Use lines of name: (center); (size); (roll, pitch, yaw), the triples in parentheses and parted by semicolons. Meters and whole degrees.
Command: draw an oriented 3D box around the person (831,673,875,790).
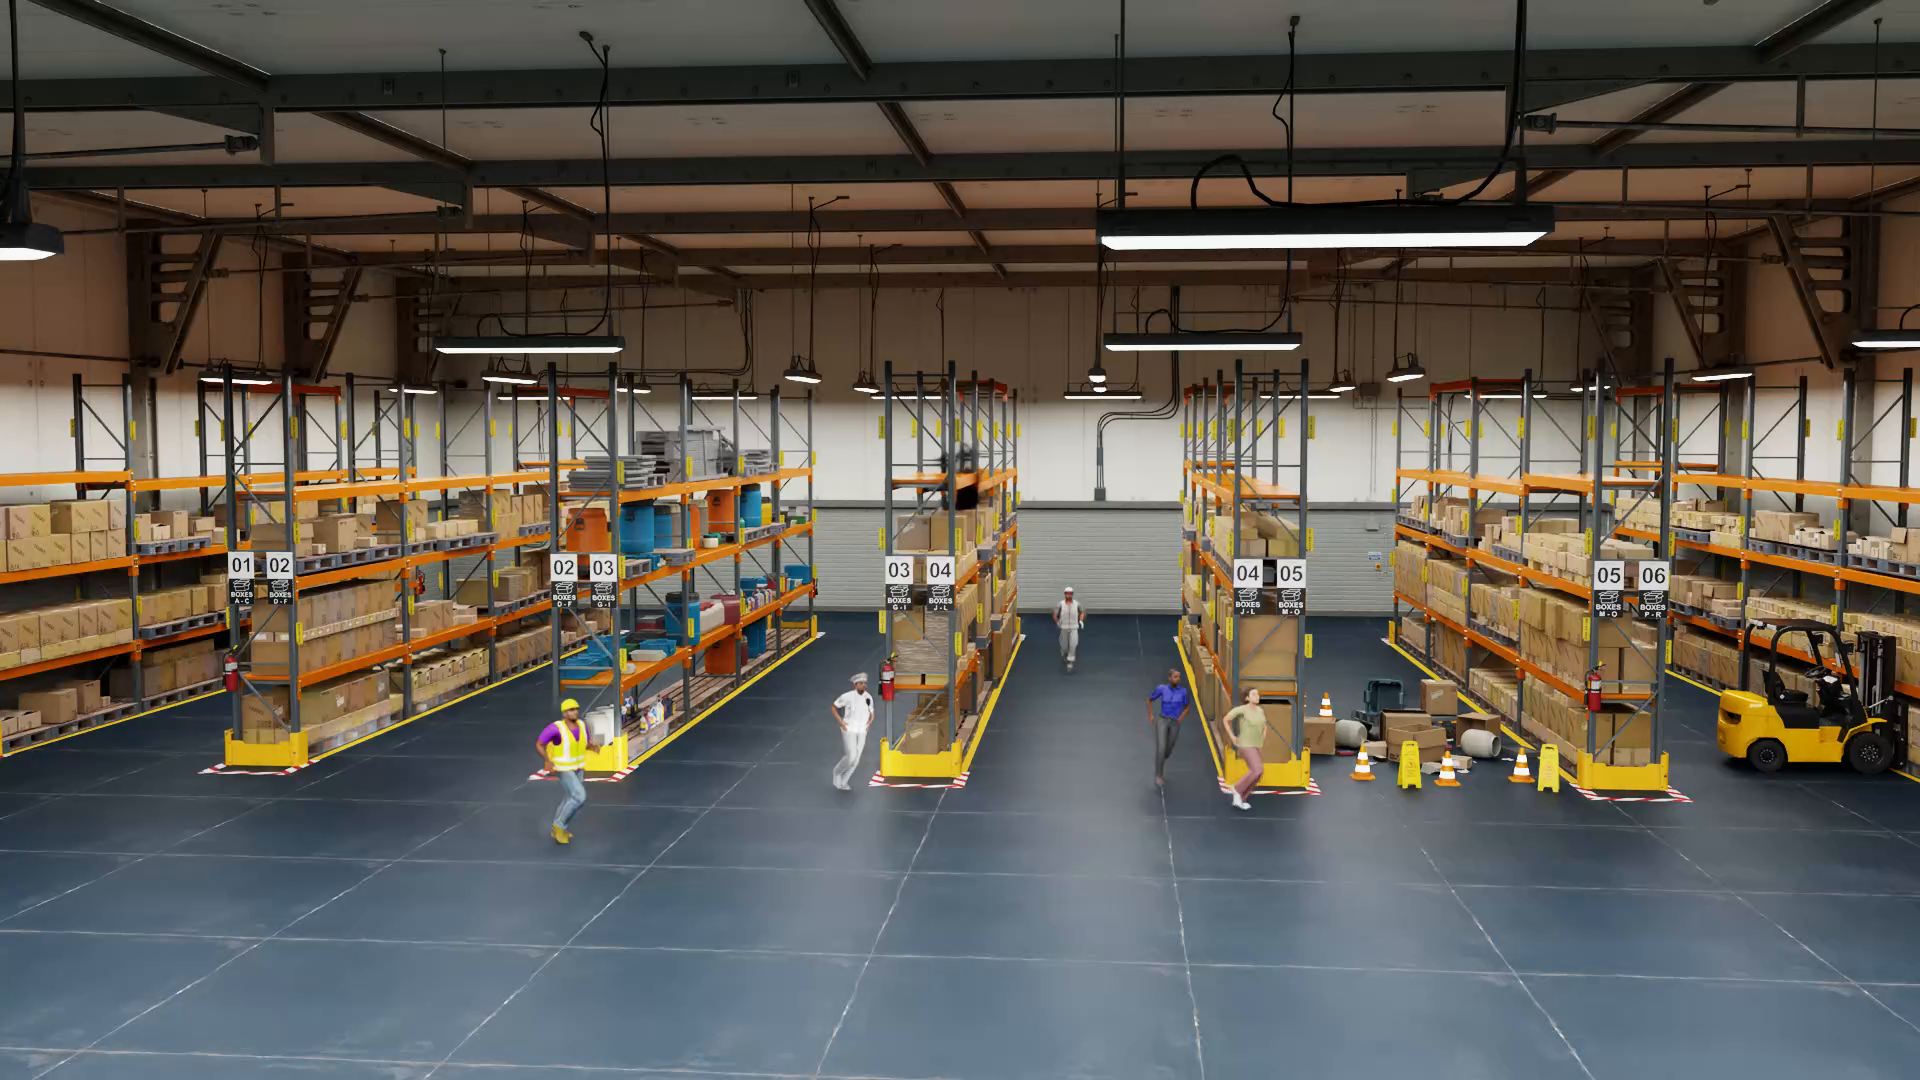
person: (-1.438, 2.660, 23.093); (0.588, 1.645, 0.525); (-2, 4, -32)

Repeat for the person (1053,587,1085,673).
person: (2.269, 1.854, 34.551); (0.666, 1.759, 0.831); (0, 4, -1)

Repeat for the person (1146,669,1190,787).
person: (2.981, 2.651, 23.745); (0.615, 1.618, 0.772); (0, 4, -6)

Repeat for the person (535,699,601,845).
person: (-4.704, 2.805, 20.199); (0.679, 1.767, 0.668); (2, 4, 31)

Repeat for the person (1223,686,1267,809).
person: (3.850, 2.743, 21.934); (0.581, 1.620, 0.554); (-3, 5, -38)
